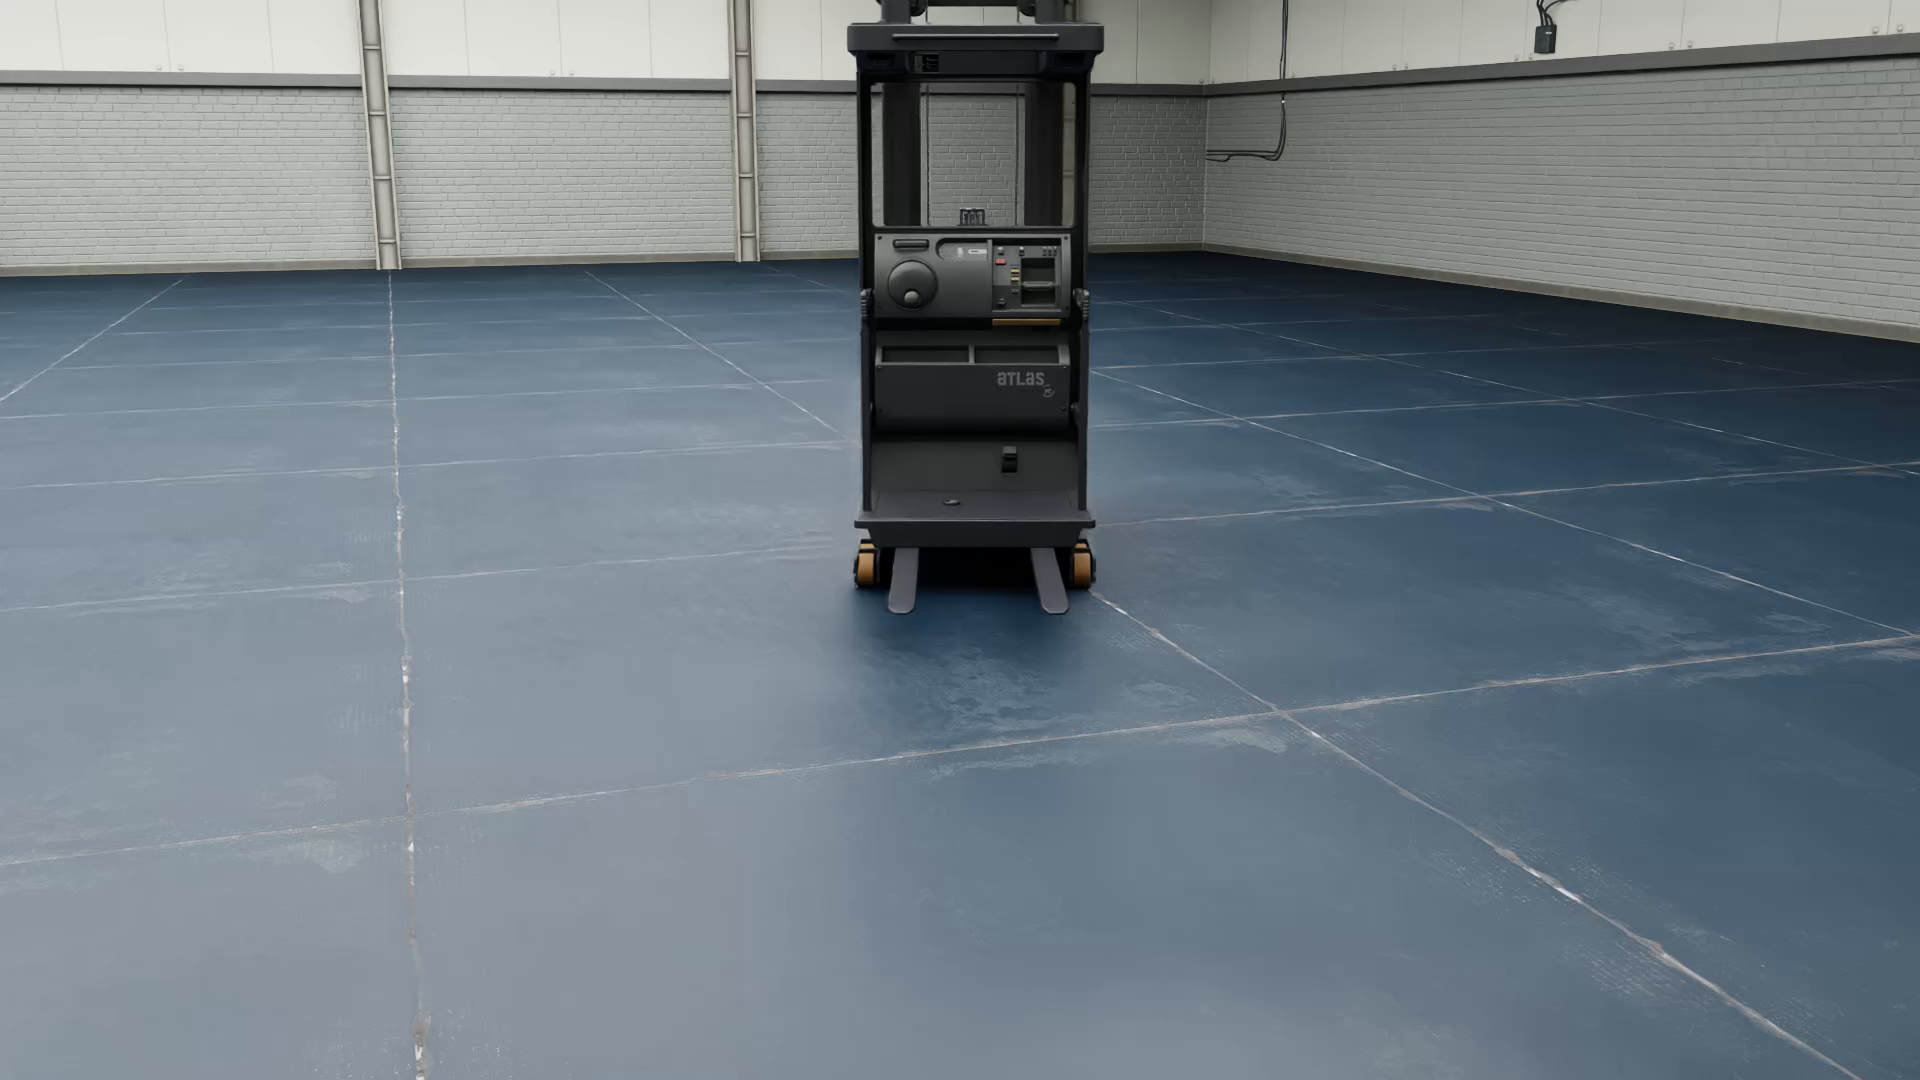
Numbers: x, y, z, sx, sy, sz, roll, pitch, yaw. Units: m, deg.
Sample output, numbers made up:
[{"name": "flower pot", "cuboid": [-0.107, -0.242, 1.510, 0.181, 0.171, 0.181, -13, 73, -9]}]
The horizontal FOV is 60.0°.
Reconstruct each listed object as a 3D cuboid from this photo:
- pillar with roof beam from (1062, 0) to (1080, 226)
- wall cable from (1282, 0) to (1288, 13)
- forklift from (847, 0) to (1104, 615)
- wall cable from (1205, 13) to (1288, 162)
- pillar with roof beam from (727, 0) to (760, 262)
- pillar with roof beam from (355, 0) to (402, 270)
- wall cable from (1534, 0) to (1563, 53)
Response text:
[{"name": "pillar with roof beam", "cuboid": [3.306, -8.808, 26.227, 0.400, 9.000, 9.100, -4, 14, -18]}, {"name": "wall cable", "cuboid": [6.010, -10.033, 27.172, 0.112, 2.526, 3.097, -4, 14, -18]}, {"name": "forklift", "cuboid": [0.064, -1.275, 7.670, 1.130, 2.935, 3.031, 0, 13, 0]}, {"name": "wall cable", "cuboid": [5.147, -8.169, 30.250, 0.112, 2.526, 3.097, -4, 14, -18]}, {"name": "pillar with roof beam", "cuboid": [-2.381, -8.365, 24.365, 0.400, 9.000, 9.100, -4, 14, -18]}, {"name": "pillar with roof beam", "cuboid": [-8.067, -7.922, 22.503, 0.400, 9.000, 9.100, -4, 14, -18]}, {"name": "wall cable", "cuboid": [8.160, -9.251, 20.739, 0.169, 6.003, 2.305, -4, 14, -18]}]
